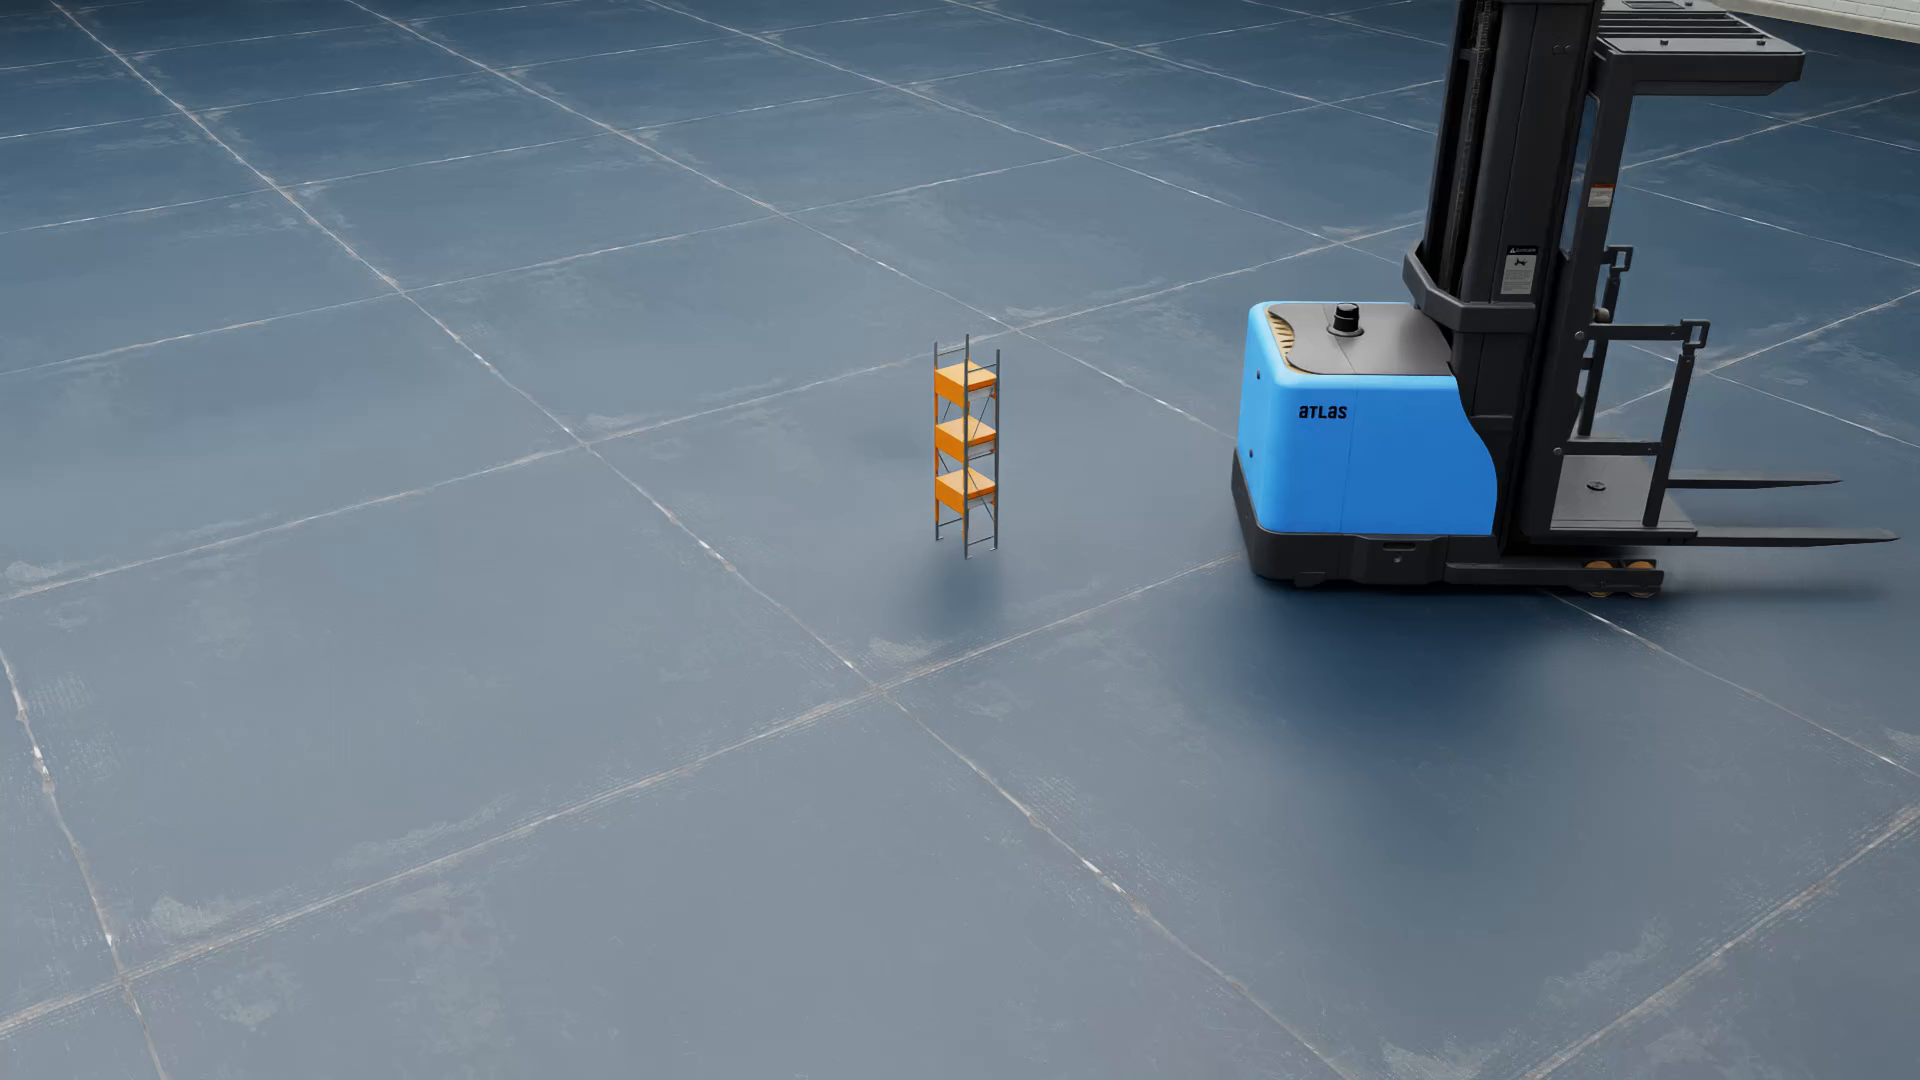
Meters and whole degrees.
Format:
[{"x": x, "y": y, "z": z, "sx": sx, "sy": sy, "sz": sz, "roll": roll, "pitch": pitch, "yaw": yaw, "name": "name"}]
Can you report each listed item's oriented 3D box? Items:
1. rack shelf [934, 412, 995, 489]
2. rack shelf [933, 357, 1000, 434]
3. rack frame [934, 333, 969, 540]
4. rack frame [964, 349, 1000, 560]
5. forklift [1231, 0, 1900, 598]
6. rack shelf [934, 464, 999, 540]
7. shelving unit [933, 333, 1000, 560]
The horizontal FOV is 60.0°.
[{"x": 0.031, "y": -0.431, "z": 7.966, "sx": 0.215, "sy": 0.259, "sz": 0.240, "roll": -19, "pitch": 34, "yaw": -31, "name": "rack shelf"}, {"x": 0.031, "y": -0.681, "z": 7.831, "sx": 0.215, "sy": 0.259, "sz": 0.240, "roll": -19, "pitch": 34, "yaw": -31, "name": "rack shelf"}, {"x": -0.040, "y": -0.488, "z": 8.048, "sx": 0.200, "sy": 1.050, "sz": 0.008, "roll": -19, "pitch": 34, "yaw": -31, "name": "rack frame"}, {"x": 0.102, "y": -0.393, "z": 7.874, "sx": 0.200, "sy": 1.050, "sz": 0.008, "roll": -19, "pitch": 34, "yaw": -31, "name": "rack frame"}, {"x": 2.905, "y": -1.276, "z": 7.529, "sx": 3.031, "sy": 2.935, "sz": 1.130, "roll": 1, "pitch": 29, "yaw": 1, "name": "forklift"}, {"x": 0.031, "y": -0.187, "z": 8.099, "sx": 0.215, "sy": 0.259, "sz": 0.240, "roll": -19, "pitch": 34, "yaw": -31, "name": "rack shelf"}, {"x": 0.031, "y": -0.441, "z": 7.961, "sx": 0.215, "sy": 1.050, "sz": 0.252, "roll": -19, "pitch": 34, "yaw": -31, "name": "shelving unit"}]
